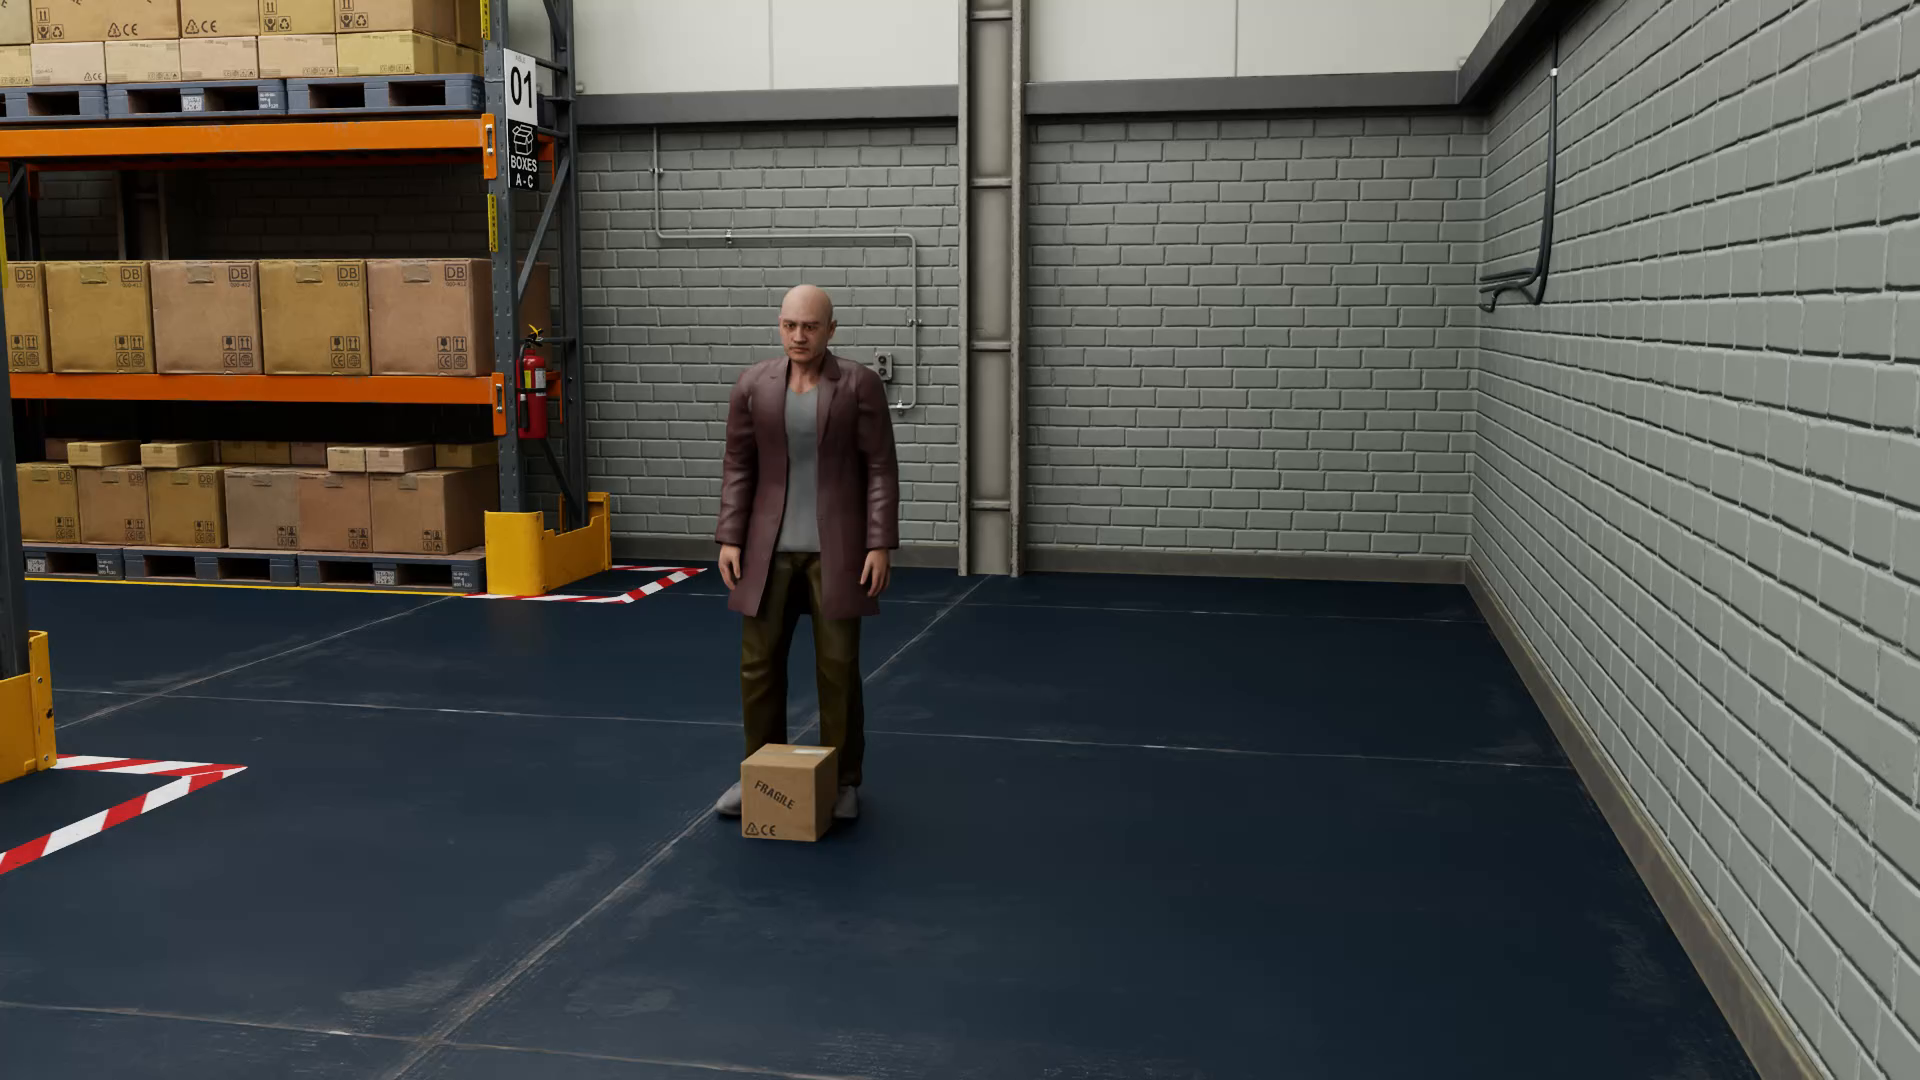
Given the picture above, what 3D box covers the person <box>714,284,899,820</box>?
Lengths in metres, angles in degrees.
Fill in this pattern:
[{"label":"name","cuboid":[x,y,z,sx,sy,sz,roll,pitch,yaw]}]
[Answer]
[{"label":"person","cuboid":[-0.516,0.038,5.589,0.633,1.773,0.427,1,8,9]}]
